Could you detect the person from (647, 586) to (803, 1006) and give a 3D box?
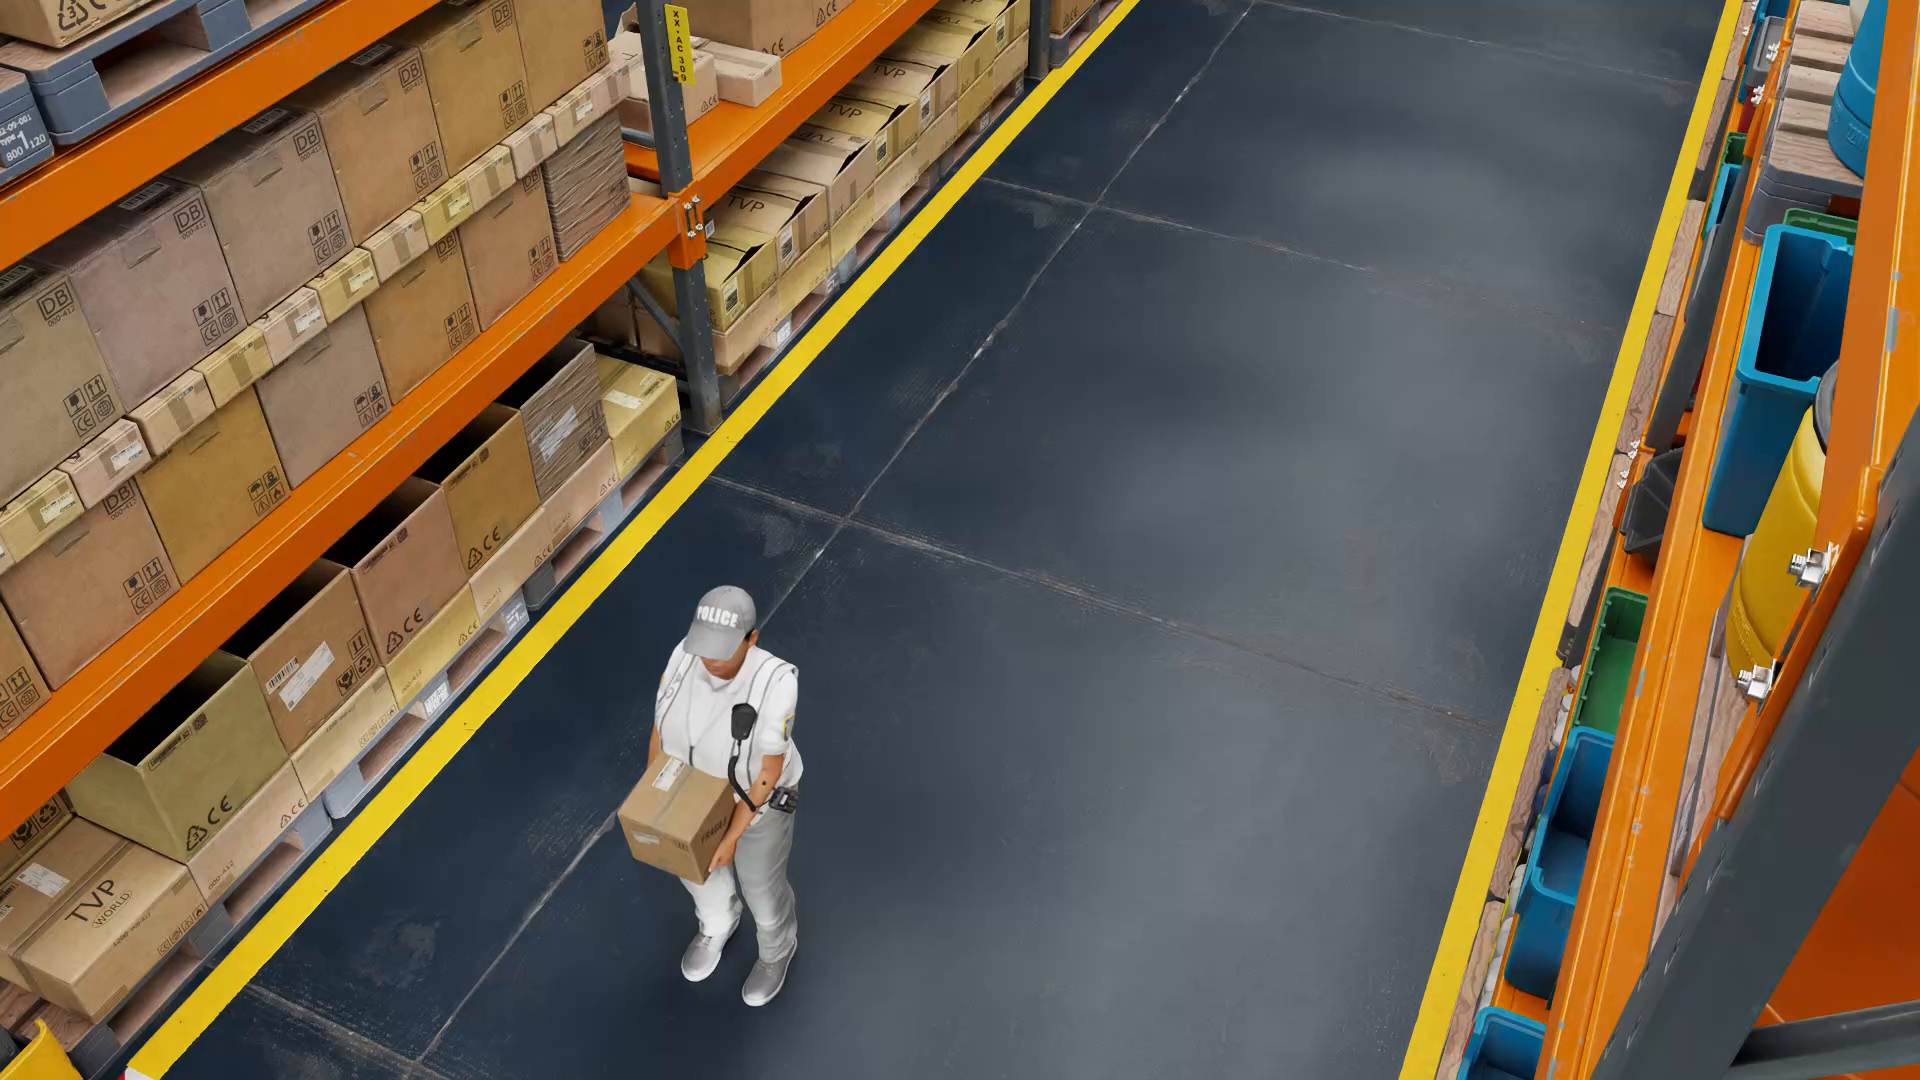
[{"bbox_3d":[-0.748,0.844,5.237,0.453,1.655,0.541,18,45,18],"label":"person"}]
